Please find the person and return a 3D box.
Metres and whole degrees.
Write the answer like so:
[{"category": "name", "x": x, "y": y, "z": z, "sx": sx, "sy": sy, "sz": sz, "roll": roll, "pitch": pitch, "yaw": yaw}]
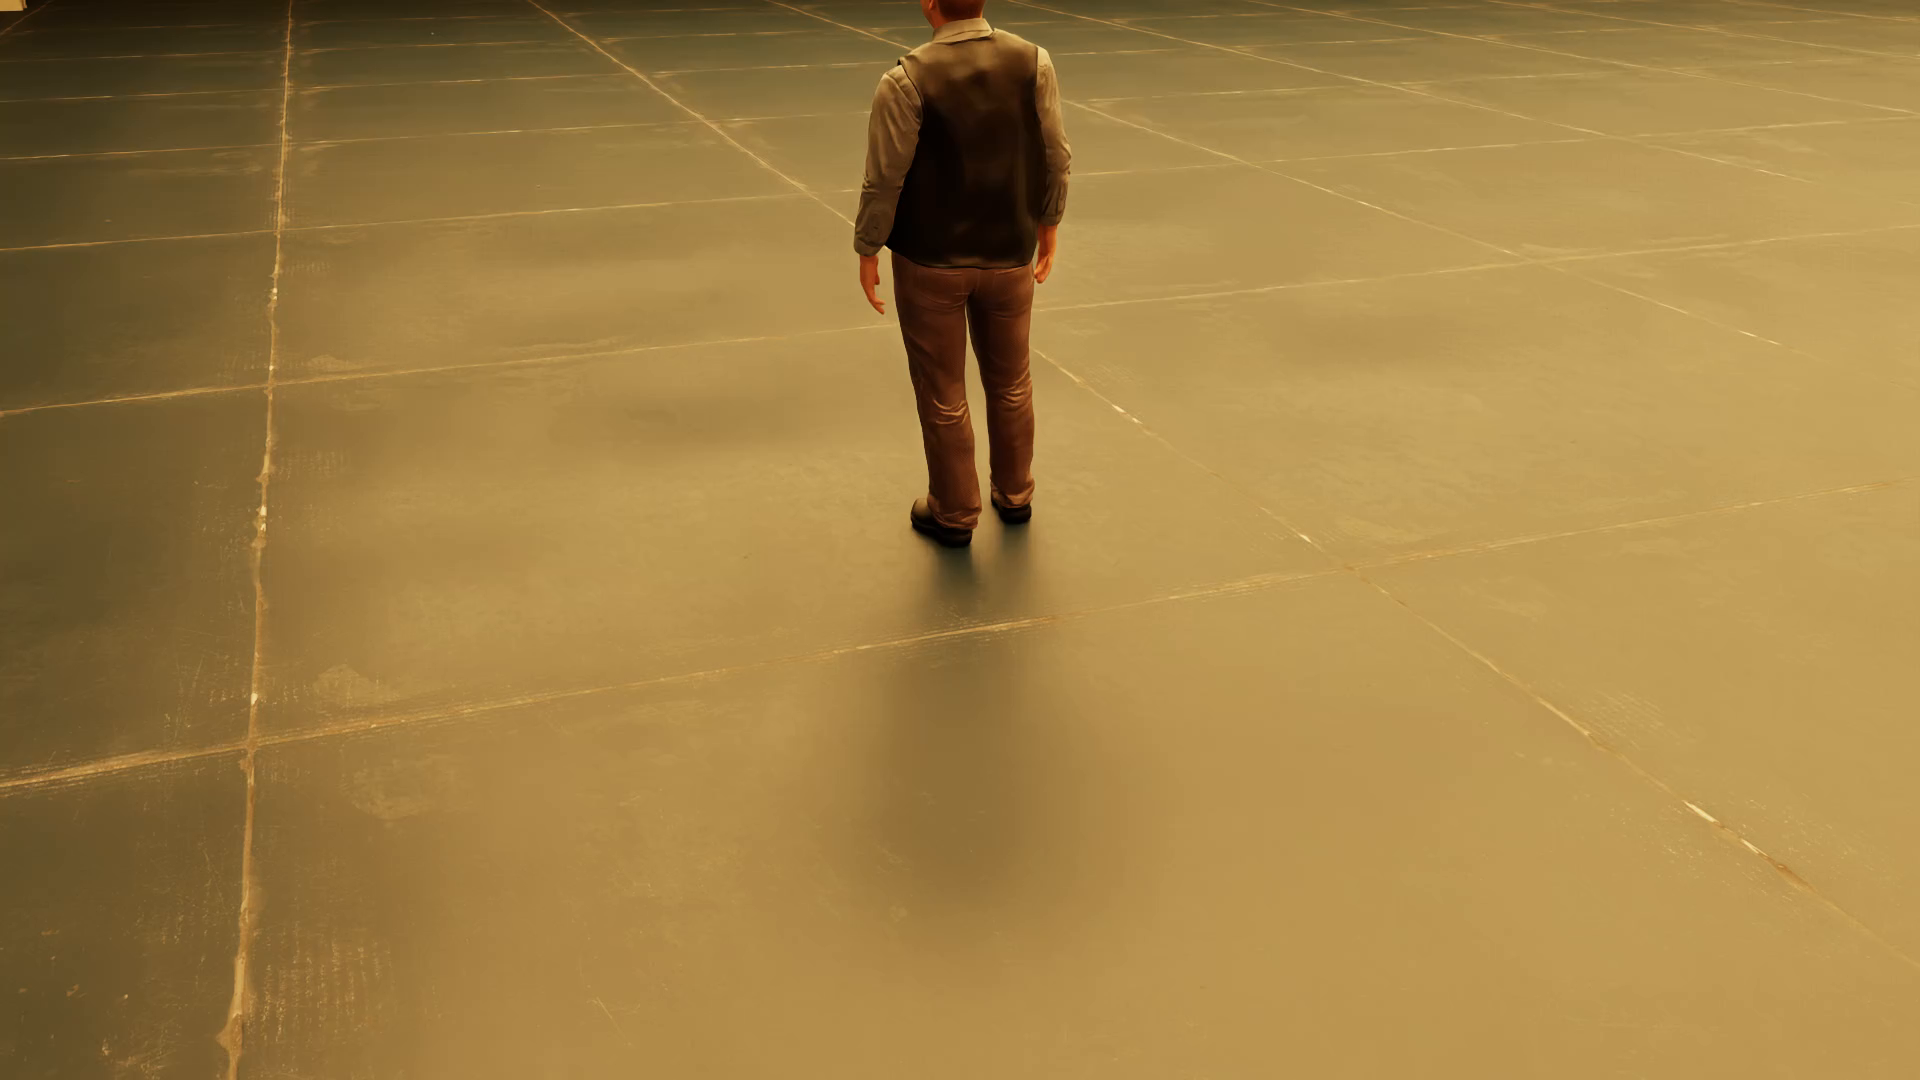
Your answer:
[{"category": "person", "x": -0.013, "y": -0.824, "z": 4.799, "sx": 0.632, "sy": 1.720, "sz": 0.568, "roll": -8, "pitch": 24, "yaw": -18}]
